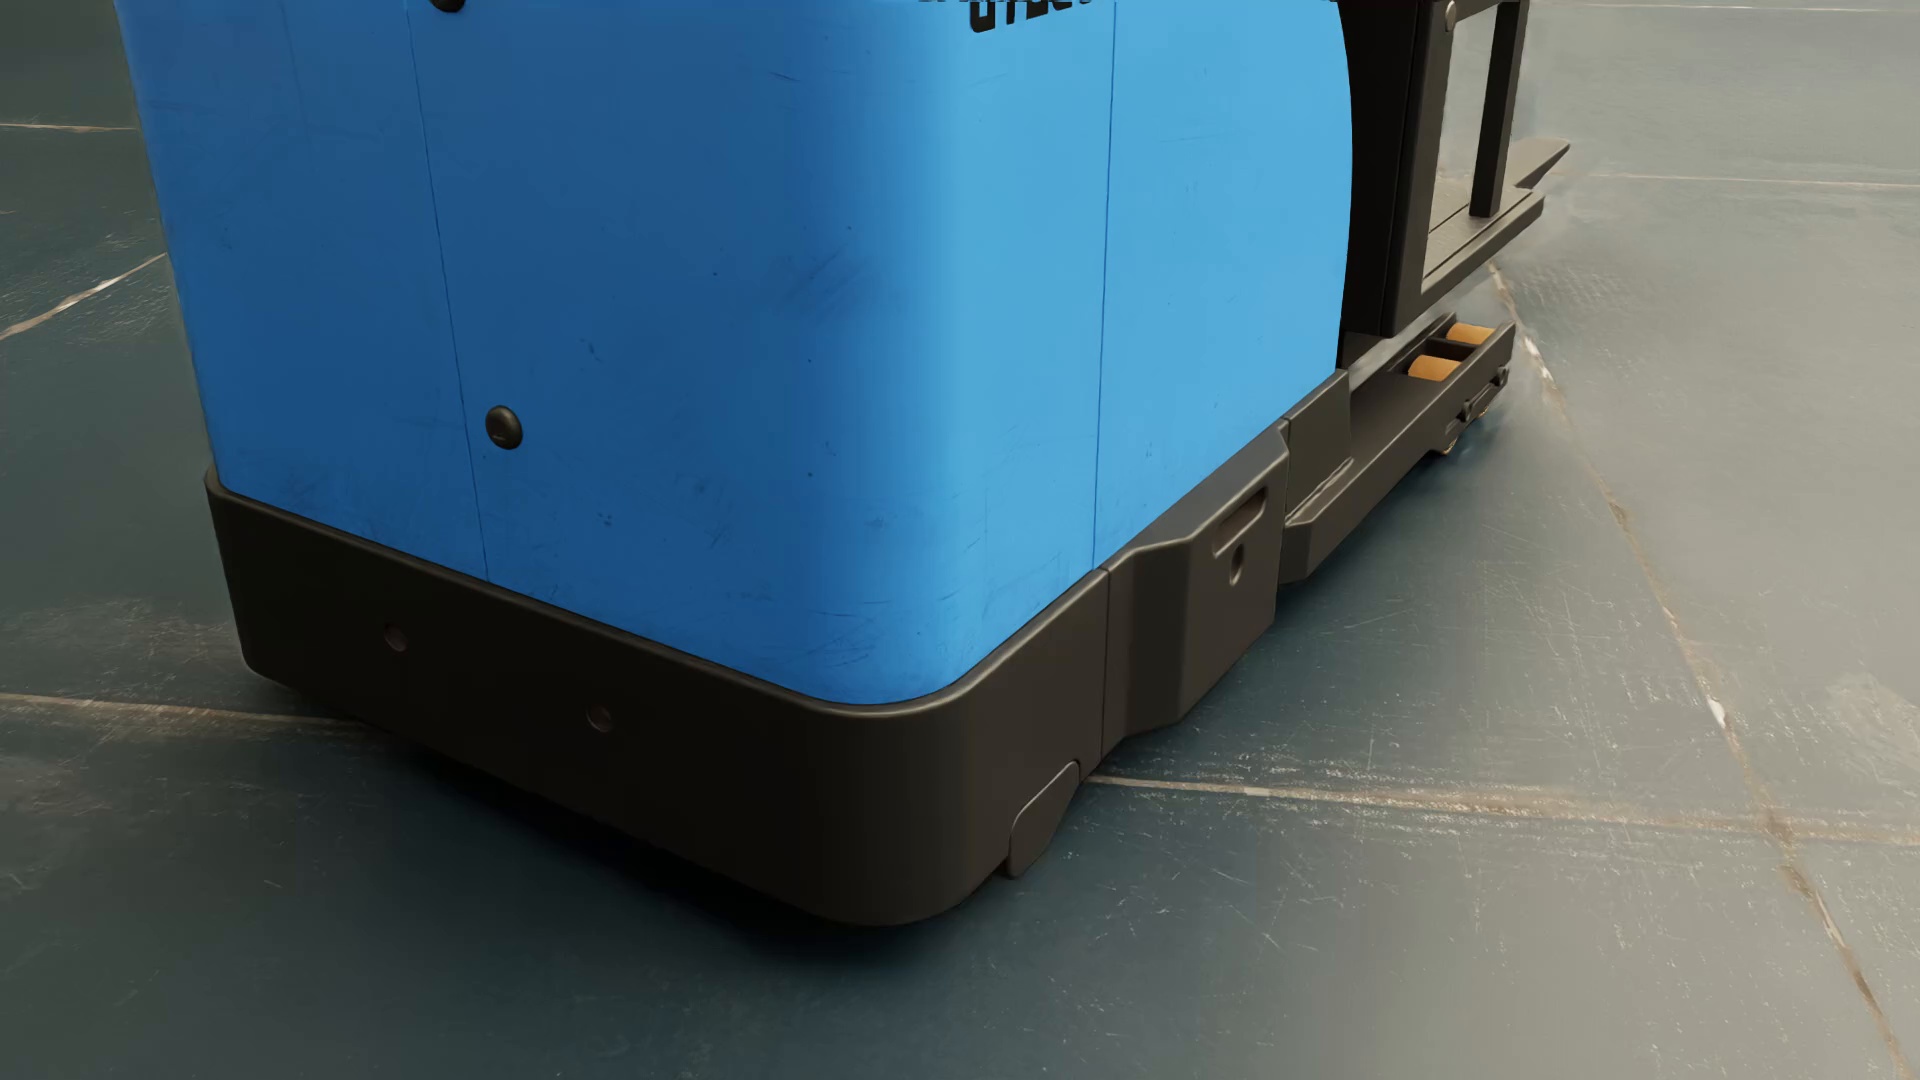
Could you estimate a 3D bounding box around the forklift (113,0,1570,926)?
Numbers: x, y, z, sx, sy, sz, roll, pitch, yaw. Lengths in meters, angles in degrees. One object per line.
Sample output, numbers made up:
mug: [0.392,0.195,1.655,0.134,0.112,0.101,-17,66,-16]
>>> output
forklift: [0.320,-1.554,2.331,1.130,2.935,3.031,16,31,29]
